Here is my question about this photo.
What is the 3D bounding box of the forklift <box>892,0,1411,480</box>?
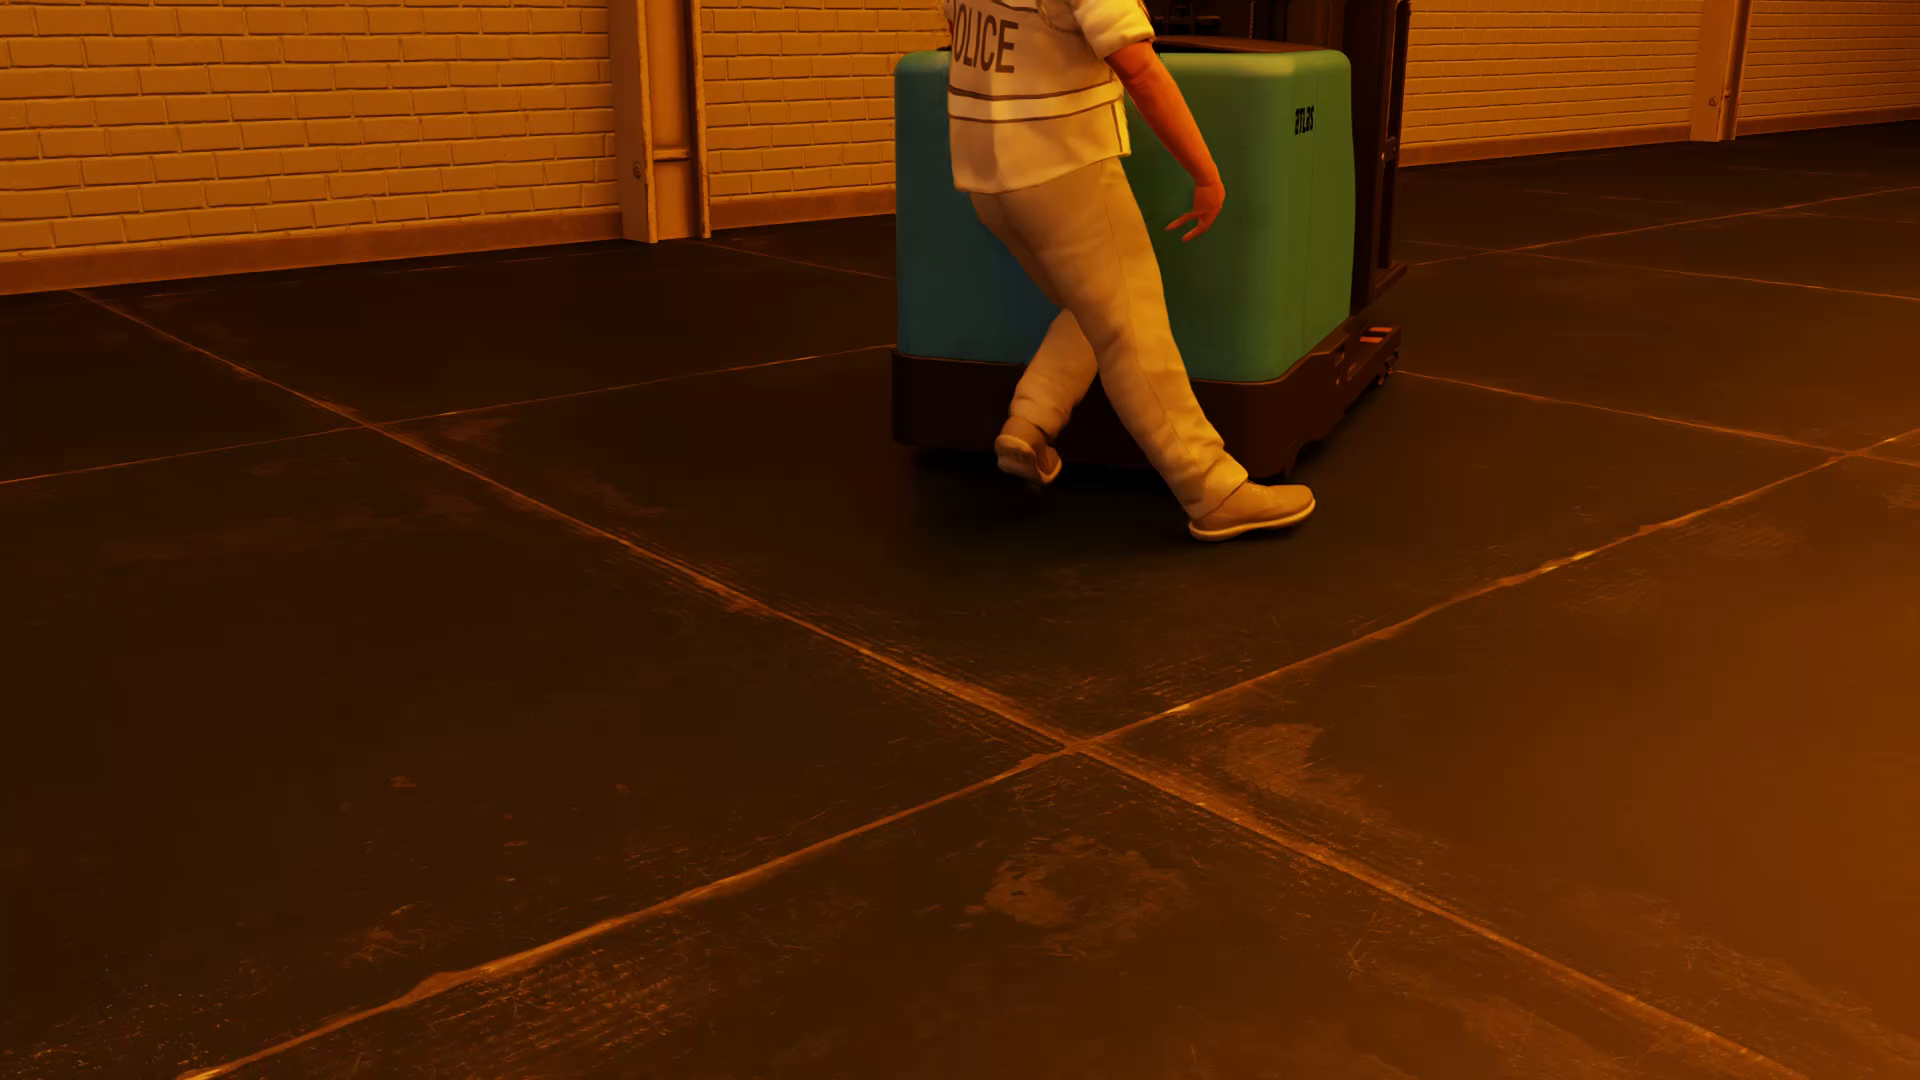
[{"bbox_3d":[0.855,-1.946,5.160,1.130,2.935,3.031,7,19,22],"label":"forklift"}]

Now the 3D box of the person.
[{"bbox_3d":[0.374,-0.875,3.820,0.733,1.673,0.734,-8,19,-24],"label":"person"}]
